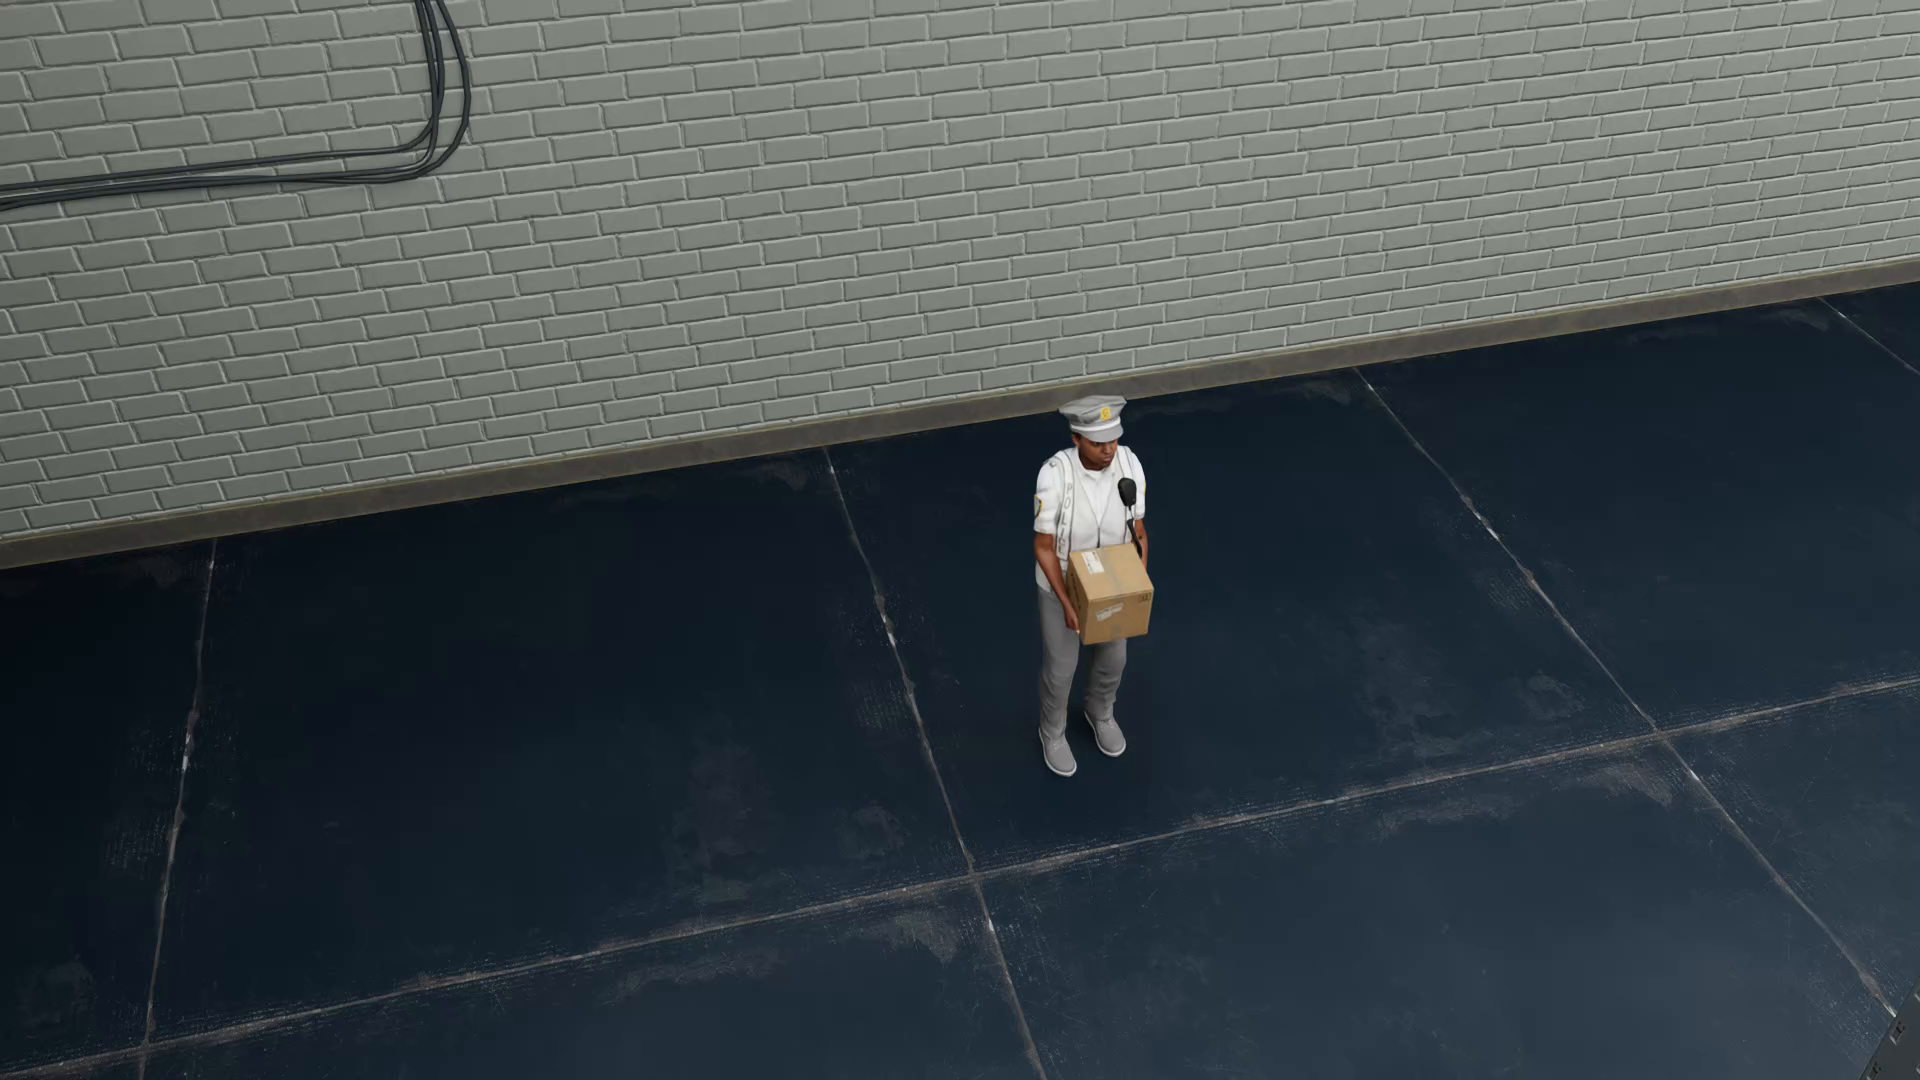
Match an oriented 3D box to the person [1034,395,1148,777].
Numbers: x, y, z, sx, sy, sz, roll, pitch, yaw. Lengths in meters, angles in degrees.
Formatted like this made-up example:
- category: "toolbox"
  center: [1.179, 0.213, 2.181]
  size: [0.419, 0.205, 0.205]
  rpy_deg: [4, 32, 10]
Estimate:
- category: "person"
  center: [0.506, 0.209, 6.432]
  size: [0.450, 1.690, 0.514]
  rpy_deg: [-9, 39, -11]
